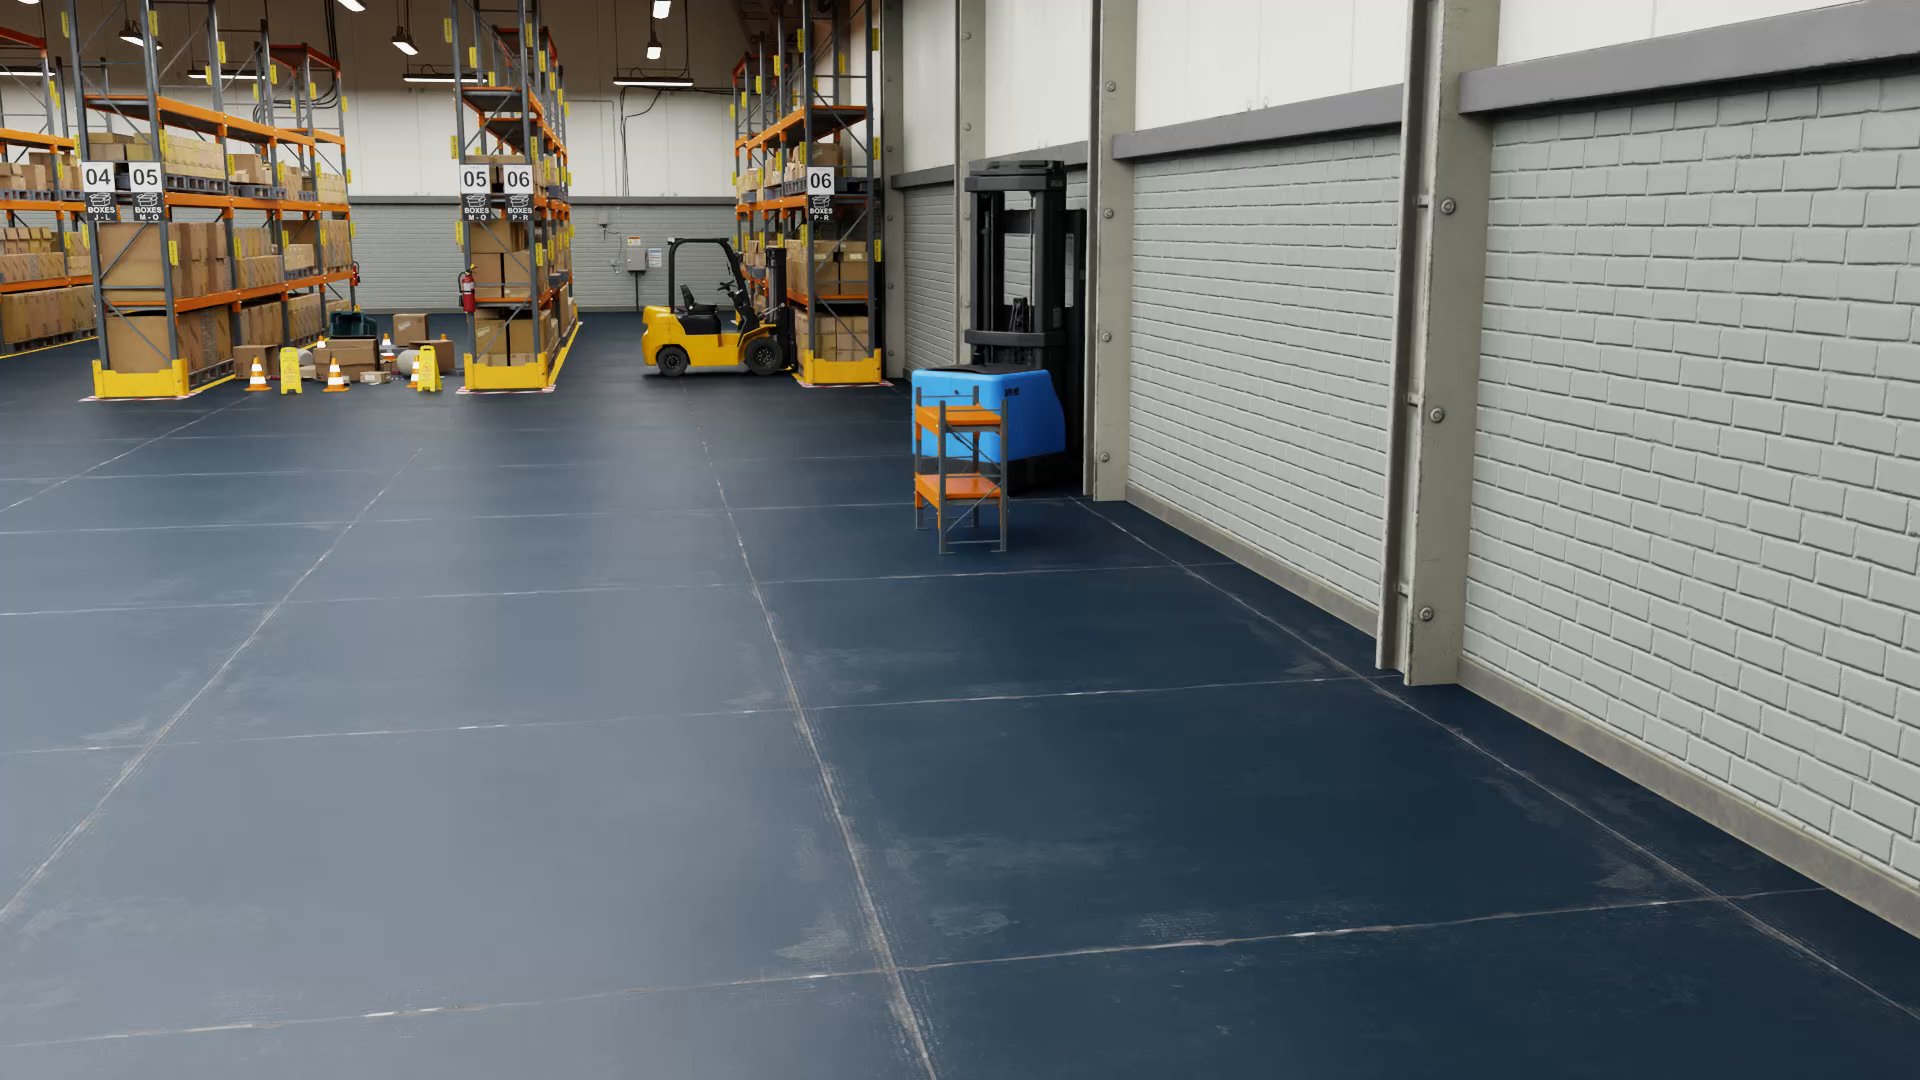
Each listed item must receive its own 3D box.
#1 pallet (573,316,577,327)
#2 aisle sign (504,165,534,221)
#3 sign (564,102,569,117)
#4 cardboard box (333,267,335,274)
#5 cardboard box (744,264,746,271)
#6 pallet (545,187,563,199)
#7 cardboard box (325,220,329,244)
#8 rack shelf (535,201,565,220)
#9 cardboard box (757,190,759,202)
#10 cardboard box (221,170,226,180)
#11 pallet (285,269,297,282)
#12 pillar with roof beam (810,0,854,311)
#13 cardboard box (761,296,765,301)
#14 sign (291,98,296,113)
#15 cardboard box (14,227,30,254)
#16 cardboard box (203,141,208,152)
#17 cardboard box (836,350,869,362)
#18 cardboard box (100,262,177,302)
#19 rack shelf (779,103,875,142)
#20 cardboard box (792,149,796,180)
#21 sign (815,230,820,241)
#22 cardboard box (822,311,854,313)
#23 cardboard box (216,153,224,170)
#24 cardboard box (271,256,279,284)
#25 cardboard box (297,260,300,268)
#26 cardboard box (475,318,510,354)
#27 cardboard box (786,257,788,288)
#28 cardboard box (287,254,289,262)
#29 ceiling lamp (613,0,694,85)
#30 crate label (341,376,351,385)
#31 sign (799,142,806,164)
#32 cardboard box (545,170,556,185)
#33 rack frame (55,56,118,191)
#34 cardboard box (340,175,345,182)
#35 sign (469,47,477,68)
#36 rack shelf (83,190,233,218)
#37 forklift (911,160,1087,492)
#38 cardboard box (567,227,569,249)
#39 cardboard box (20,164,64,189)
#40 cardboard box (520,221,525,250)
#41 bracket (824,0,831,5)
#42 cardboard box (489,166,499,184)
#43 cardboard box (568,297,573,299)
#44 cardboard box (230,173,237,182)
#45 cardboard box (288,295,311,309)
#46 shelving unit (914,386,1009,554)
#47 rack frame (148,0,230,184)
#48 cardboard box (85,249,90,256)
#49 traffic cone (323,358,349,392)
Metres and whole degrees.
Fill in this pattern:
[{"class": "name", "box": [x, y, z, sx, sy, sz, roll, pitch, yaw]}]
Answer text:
[{"class": "pallet", "box": [-9.543, -5.134, 39.103, 1.003, 0.211, 1.213, -2, 11, -11]}, {"class": "aisle sign", "box": [-6.347, -4.990, 23.937, 0.394, 0.787, 0.004, -2, 11, -11]}, {"class": "sign", "box": [-9.240, -10.109, 39.032, 0.100, 0.325, 0.005, -2, 11, -11]}, {"class": "cardboard box", "box": [-13.871, -5.895, 36.319, 0.380, 0.149, 0.250, -2, 11, -8]}, {"class": "cardboard box", "box": [-4.839, -6.349, 38.704, 0.380, 0.149, 0.250, -2, 11, -10]}, {"class": "pallet", "box": [-7.662, -6.135, 29.386, 1.213, 0.211, 1.003, -2, 11, -11]}, {"class": "cardboard box", "box": [-13.798, -6.588, 35.548, 0.500, 0.500, 0.500, -2, 11, -13]}, {"class": "rack shelf", "box": [-8.608, -6.667, 33.603, 1.077, 0.370, 4.000, -2, 11, -11]}, {"class": "cardboard box", "box": [-3.885, -7.030, 33.989, 0.500, 0.250, 0.500, -2, 11, -11]}, {"class": "cardboard box", "box": [-11.893, -5.798, 26.396, 0.380, 0.149, 0.250, -2, 11, -11]}, {"class": "pallet", "box": [-13.298, -5.014, 31.530, 1.213, 0.211, 1.003, -2, 11, -11]}, {"class": "pillar with roof beam", "box": [-6.436, -7.945, 30.374, 9.100, 9.000, 0.548, -2, 11, -11]}, {"class": "cardboard box", "box": [-4.005, -5.079, 35.187, 0.380, 0.149, 0.250, -2, 11, -9]}, {"class": "sign", "box": [-15.143, -9.874, 37.796, 0.100, 0.325, 0.005, -2, 11, -11]}, {"class": "cardboard box", "box": [-18.327, -5.739, 31.874, 0.797, 0.503, 0.637, -2, 11, -9]}, {"class": "cardboard box", "box": [-11.695, -6.004, 25.344, 0.380, 0.149, 0.250, -2, 11, -11]}, {"class": "cardboard box", "box": [-1.699, -2.847, 25.861, 0.500, 0.250, 0.500, -2, 11, -11]}, {"class": "cardboard box", "box": [-11.616, -3.654, 23.472, 0.875, 0.550, 0.550, -2, 11, -11]}, {"class": "rack shelf", "box": [-2.184, -6.658, 26.603, 1.077, 0.370, 4.000, -2, 11, -11]}, {"class": "cardboard box", "box": [-2.298, -6.046, 26.751, 0.797, 0.503, 0.637, -2, 11, -9]}, {"class": "sign", "box": [-2.807, -5.951, 32.842, 0.100, 0.325, 0.005, -2, 11, -11]}, {"class": "cardboard box", "box": [-1.983, -3.614, 27.216, 0.500, 0.250, 0.500, -2, 11, -12]}, {"class": "cardboard box", "box": [-11.930, -5.968, 26.224, 0.500, 0.250, 0.500, -2, 11, -12]}, {"class": "cardboard box", "box": [-12.608, -4.866, 29.973, 0.500, 0.500, 0.500, -2, 11, -11]}, {"class": "cardboard box", "box": [-13.253, -5.445, 32.828, 0.380, 0.149, 0.250, -2, 11, -13]}, {"class": "cardboard box", "box": [-7.075, -3.074, 25.050, 0.500, 0.500, 0.500, -2, 11, -11]}, {"class": "cardboard box", "box": [-2.743, -4.586, 28.500, 0.500, 0.500, 0.500, -2, 11, -13]}, {"class": "cardboard box", "box": [-13.062, -5.405, 31.824, 0.380, 0.149, 0.250, -2, 11, -13]}, {"class": "ceiling lamp", "box": [-7.712, -13.050, 41.581, 2.000, 3.185, 0.800, -2, 11, -11]}, {"class": "crate label", "box": [-9.249, -2.378, 24.822, 0.250, 0.136, 0.298, -9, 14, -40]}, {"class": "sign", "box": [-2.330, -5.746, 24.686, 0.100, 0.325, 0.005, -2, 11, -11]}, {"class": "cardboard box", "box": [-7.162, -6.174, 28.369, 0.500, 0.250, 0.500, -2, 11, -13]}, {"class": "rack frame", "box": [-19.496, -9.234, 37.144, 1.000, 3.000, 0.127, -2, 11, -11]}, {"class": "cardboard box", "box": [-14.258, -8.240, 37.940, 0.380, 0.149, 0.250, -2, 11, -12]}, {"class": "sign", "box": [-7.984, -7.909, 27.260, 0.100, 0.325, 0.005, -2, 11, -11]}, {"class": "rack shelf", "box": [-11.888, -5.001, 24.851, 1.077, 0.370, 4.000, -2, 11, -11]}, {"class": "forklift", "box": [0.857, -2.086, 15.819, 1.130, 2.935, 3.031, 8, 14, 38]}, {"class": "cardboard box", "box": [-9.128, -6.830, 37.616, 0.500, 0.500, 0.500, -2, 11, -11]}, {"class": "cardboard box", "box": [-18.929, -7.473, 34.255, 0.700, 0.500, 0.500, -3, 11, -14]}, {"class": "cardboard box", "box": [-7.568, -5.044, 27.439, 0.700, 0.500, 0.500, -2, 11, -12]}, {"class": "bracket", "box": [-1.976, -9.305, 27.893, 0.076, 0.066, 4.783, -2, 11, -11]}, {"class": "cardboard box", "box": [-7.027, -5.343, 24.328, 0.500, 0.250, 0.500, -2, 11, -12]}, {"class": "cardboard box", "box": [-9.549, -5.477, 39.182, 0.875, 0.438, 0.875, -3, 11, -13]}, {"class": "cardboard box", "box": [-12.235, -6.053, 27.733, 0.250, 0.149, 0.380, -2, 11, -11]}, {"class": "cardboard box", "box": [-13.237, -4.743, 33.151, 0.500, 0.250, 0.500, -3, 11, -14]}, {"class": "shelving unit", "box": [-0.001, -0.554, 12.598, 0.538, 1.125, 1.048, -2, 11, -11]}, {"class": "rack frame", "box": [-12.277, -7.195, 26.431, 1.000, 3.000, 0.127, -2, 11, -11]}, {"class": "cardboard box", "box": [-18.754, -6.277, 35.253, 0.500, 0.500, 0.500, -2, 11, -13]}, {"class": "traffic cone", "box": [-9.035, -2.396, 24.046, 0.336, 0.463, 0.334, -2, 11, -11]}]
